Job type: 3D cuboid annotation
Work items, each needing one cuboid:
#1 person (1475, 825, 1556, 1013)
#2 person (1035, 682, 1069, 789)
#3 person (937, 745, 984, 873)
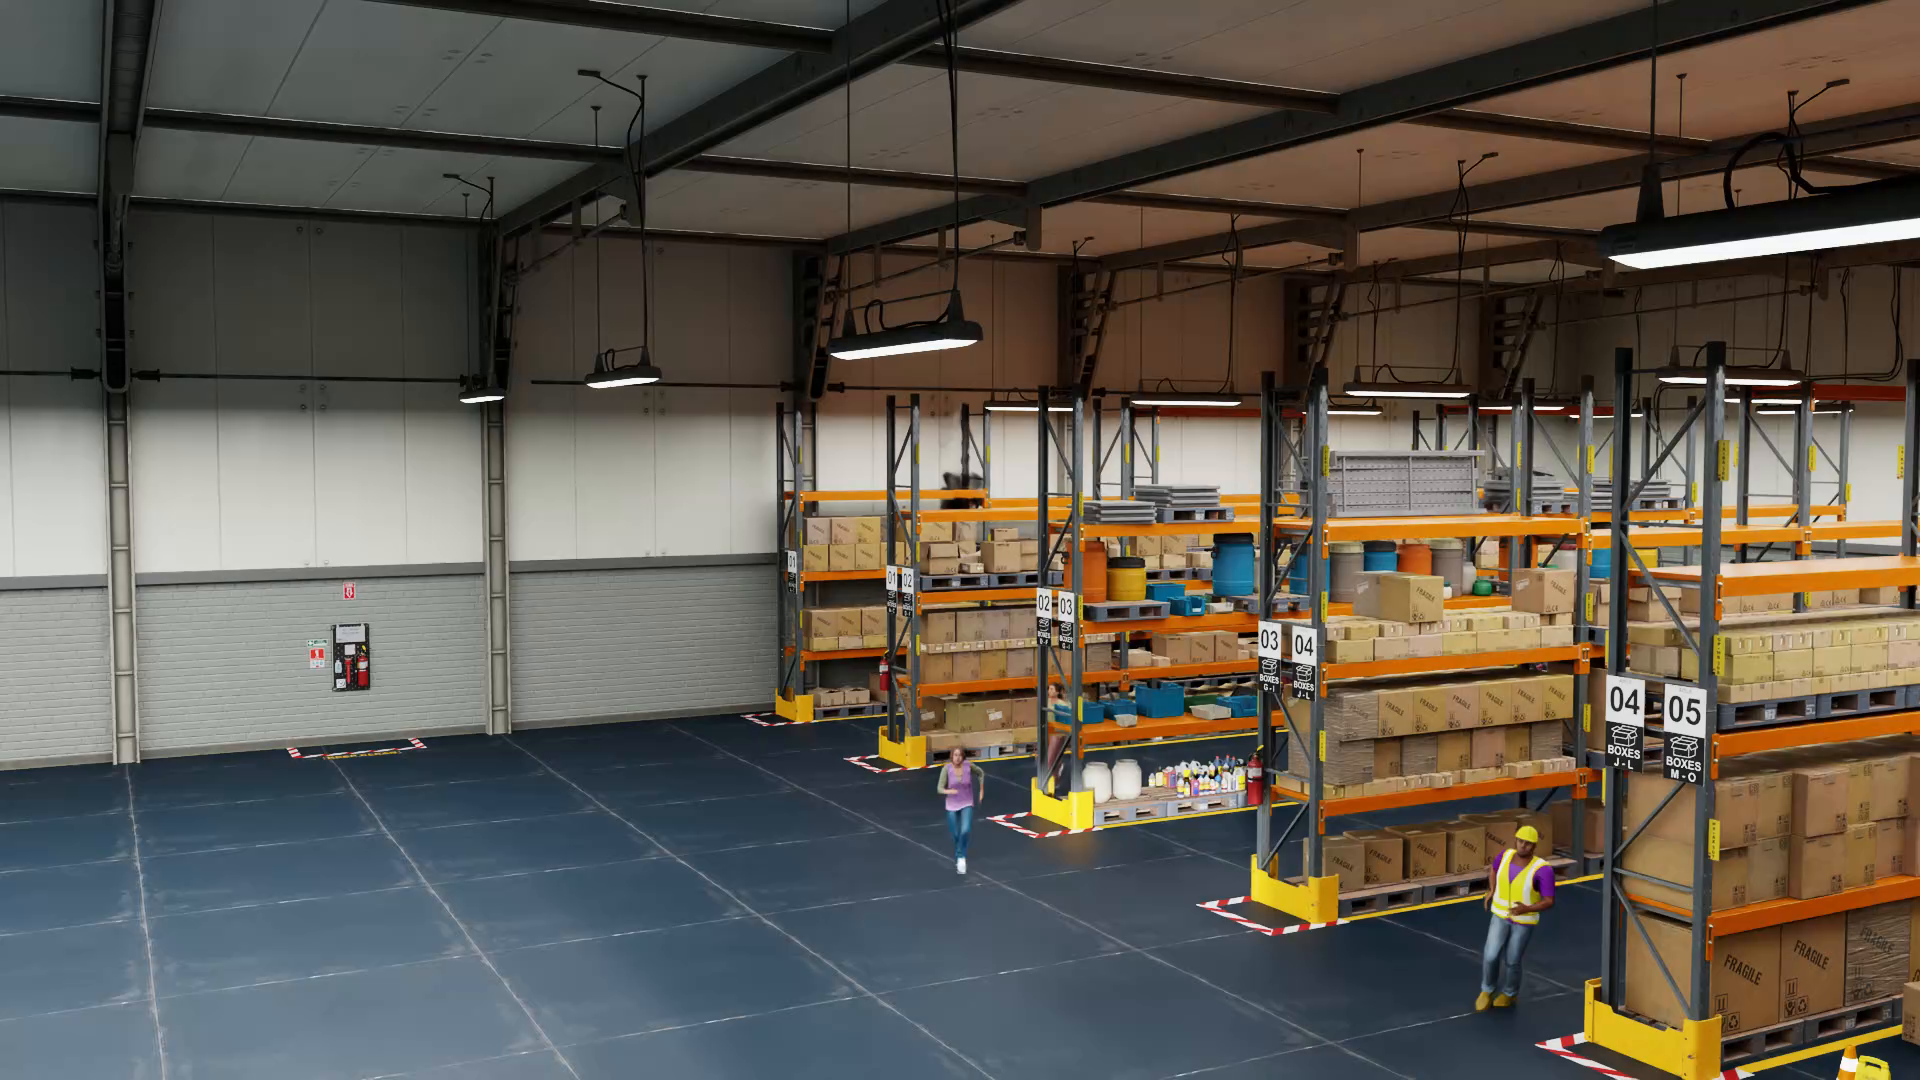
[{"bbox_3d":[5.043,3.448,15.068,0.696,1.762,0.649,2,4,36],"label":"person"},{"bbox_3d":[1.428,2.938,24.971,0.566,1.623,0.542,3,5,45],"label":"person"},{"bbox_3d":[0.010,3.226,20.003,0.566,1.552,0.740,0,3,0],"label":"person"}]
